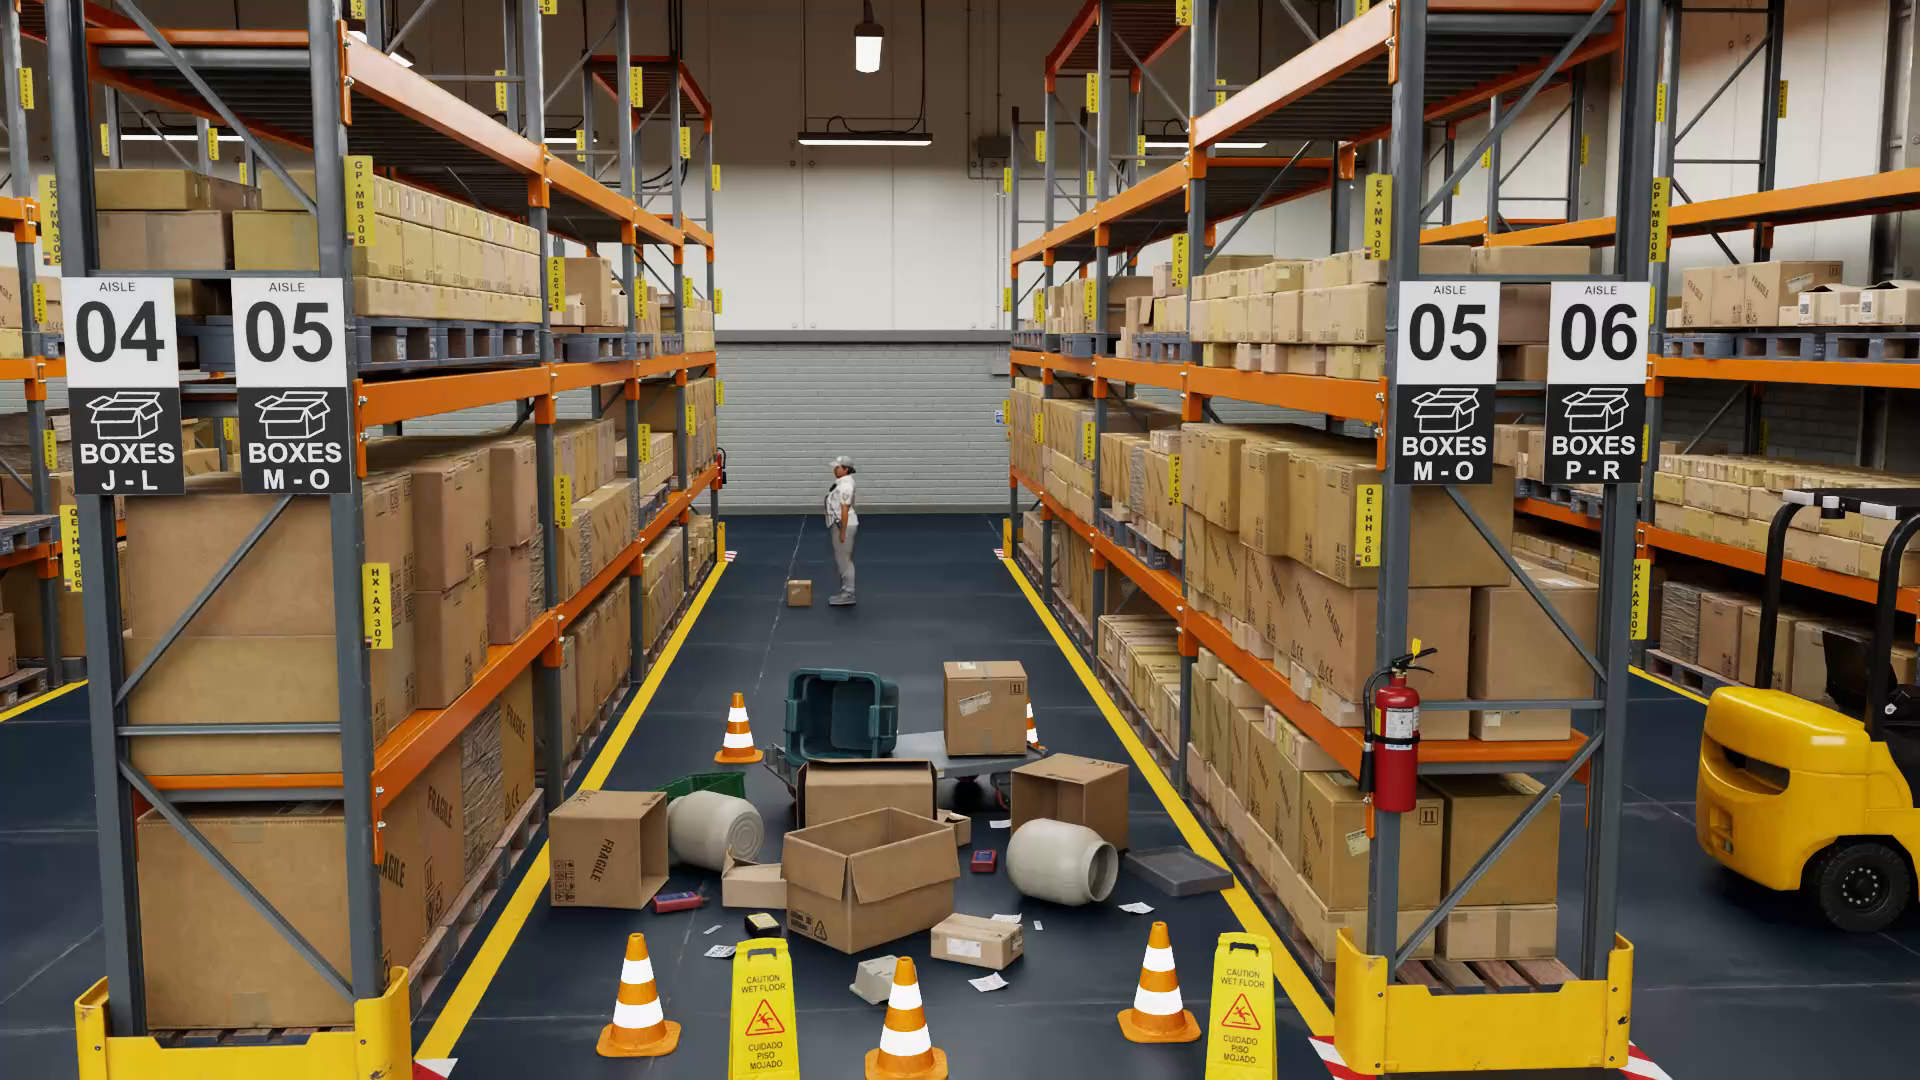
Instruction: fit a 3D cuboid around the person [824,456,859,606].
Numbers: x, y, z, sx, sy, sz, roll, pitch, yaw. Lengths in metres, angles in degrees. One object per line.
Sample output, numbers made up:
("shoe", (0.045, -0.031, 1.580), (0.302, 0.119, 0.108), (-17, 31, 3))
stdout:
("person", (-1.321, -0.113, 18.612), (0.383, 1.668, 0.468), (0, 7, -3))
